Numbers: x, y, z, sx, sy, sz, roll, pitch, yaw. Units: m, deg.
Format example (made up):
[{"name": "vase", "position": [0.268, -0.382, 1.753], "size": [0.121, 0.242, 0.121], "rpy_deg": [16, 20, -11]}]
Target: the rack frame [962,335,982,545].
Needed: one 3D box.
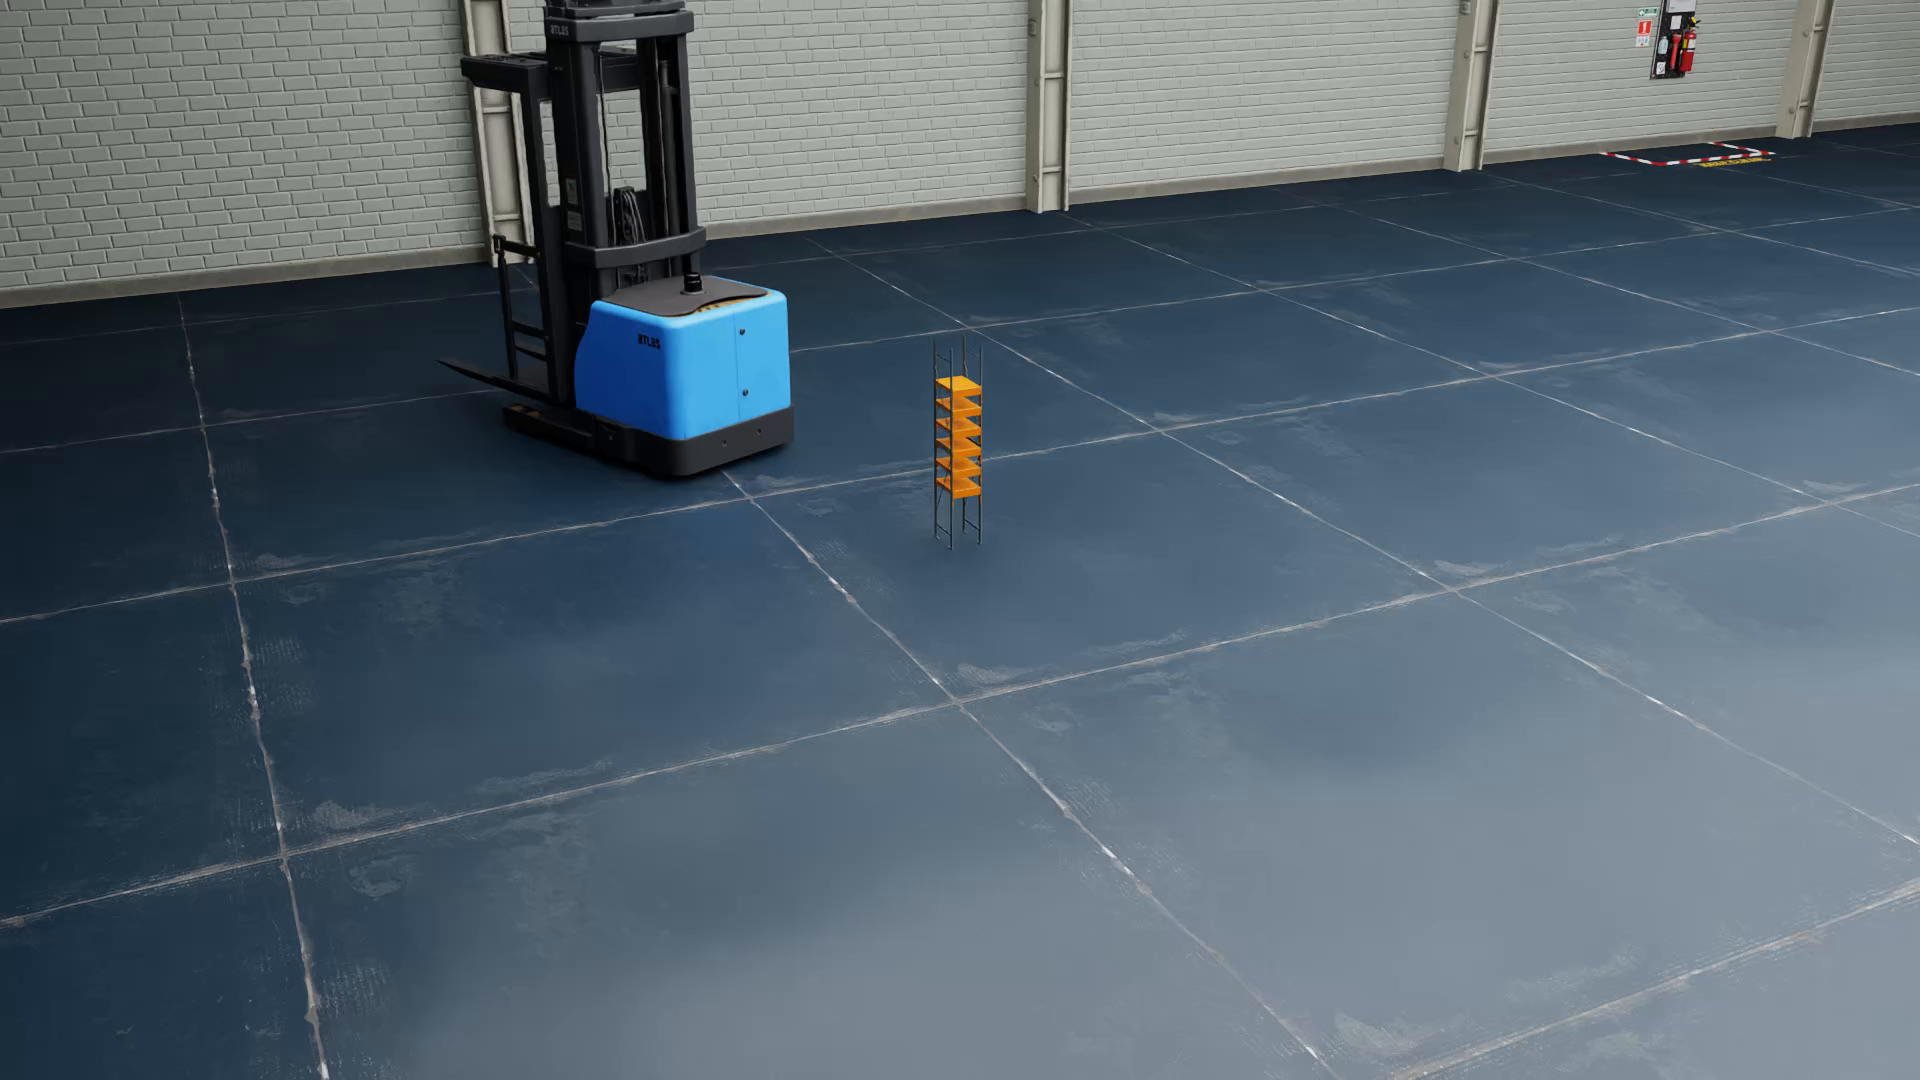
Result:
[{"name": "rack frame", "position": [0.069, -0.567, 9.551], "size": [0.006, 1.200, 0.240], "rpy_deg": [-10, 25, -24]}]

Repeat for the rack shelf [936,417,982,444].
[{"name": "rack shelf", "position": [-0.013, -0.622, 9.486], "size": [0.180, 0.103, 0.258], "rpy_deg": [-10, 25, -24]}]

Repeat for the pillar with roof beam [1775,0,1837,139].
[{"name": "pillar with roof beam", "position": [13.659, -8.397, 18.269], "size": [0.400, 9.000, 9.100], "rpy_deg": [-10, 25, -24]}]

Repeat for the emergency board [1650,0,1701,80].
[{"name": "emergency board", "position": [9.549, -6.712, 22.042], "size": [0.643, 1.169, 0.194], "rpy_deg": [-10, 25, -24]}]

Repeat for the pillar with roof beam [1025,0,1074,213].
[{"name": "pillar with roof beam", "position": [2.847, -6.406, 13.461], "size": [0.400, 9.000, 9.100], "rpy_deg": [-10, 25, -24]}]

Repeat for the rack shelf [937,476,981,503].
[{"name": "rack shelf", "position": [-0.013, -0.289, 9.623], "size": [0.180, 0.103, 0.258], "rpy_deg": [-10, 25, -24]}]

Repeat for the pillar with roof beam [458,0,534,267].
[{"name": "pillar with roof beam", "position": [-2.560, -5.411, 11.056], "size": [0.400, 9.000, 9.100], "rpy_deg": [-10, 25, -24]}]

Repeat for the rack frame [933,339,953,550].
[{"name": "rack frame", "position": [-0.095, -0.537, 9.478], "size": [0.006, 1.200, 0.240], "rpy_deg": [-10, 25, -24]}]

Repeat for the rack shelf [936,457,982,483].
[{"name": "rack shelf", "position": [-0.013, -0.400, 9.578], "size": [0.180, 0.103, 0.258], "rpy_deg": [-10, 25, -24]}]

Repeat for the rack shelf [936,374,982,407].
[{"name": "rack shelf", "position": [-0.013, -0.844, 9.394], "size": [0.180, 0.103, 0.258], "rpy_deg": [-10, 25, -24]}]

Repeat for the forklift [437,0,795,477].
[{"name": "forklift", "position": [-2.555, -2.210, 11.258], "size": [3.031, 2.935, 1.130], "rpy_deg": [19, 29, 38]}]

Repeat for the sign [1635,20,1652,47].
[{"name": "sign", "position": [9.006, -6.672, 21.900], "size": [0.234, 0.329, 0.001], "rpy_deg": [-10, 25, -24]}]

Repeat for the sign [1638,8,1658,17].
[{"name": "sign", "position": [9.014, -6.915, 21.793], "size": [0.331, 0.109, 0.001], "rpy_deg": [-10, 25, -24]}]

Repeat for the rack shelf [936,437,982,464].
[{"name": "rack shelf", "position": [-0.013, -0.511, 9.532], "size": [0.180, 0.103, 0.258], "rpy_deg": [-10, 25, -24]}]

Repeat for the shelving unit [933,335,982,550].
[{"name": "shelving unit", "position": [-0.013, -0.552, 9.515], "size": [0.189, 1.200, 0.258], "rpy_deg": [-10, 25, -24]}]

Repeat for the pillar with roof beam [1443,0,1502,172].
[{"name": "pillar with roof beam", "position": [8.253, -7.401, 15.865], "size": [0.400, 9.000, 9.100], "rpy_deg": [-10, 25, -24]}]

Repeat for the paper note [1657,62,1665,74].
[{"name": "paper note", "position": [9.360, -6.299, 22.197], "size": [0.142, 0.148, 0.016], "rpy_deg": [-10, 25, -24]}]

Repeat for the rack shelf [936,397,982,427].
[{"name": "rack shelf", "position": [-0.013, -0.733, 9.440], "size": [0.180, 0.103, 0.258], "rpy_deg": [-10, 25, -24]}]
